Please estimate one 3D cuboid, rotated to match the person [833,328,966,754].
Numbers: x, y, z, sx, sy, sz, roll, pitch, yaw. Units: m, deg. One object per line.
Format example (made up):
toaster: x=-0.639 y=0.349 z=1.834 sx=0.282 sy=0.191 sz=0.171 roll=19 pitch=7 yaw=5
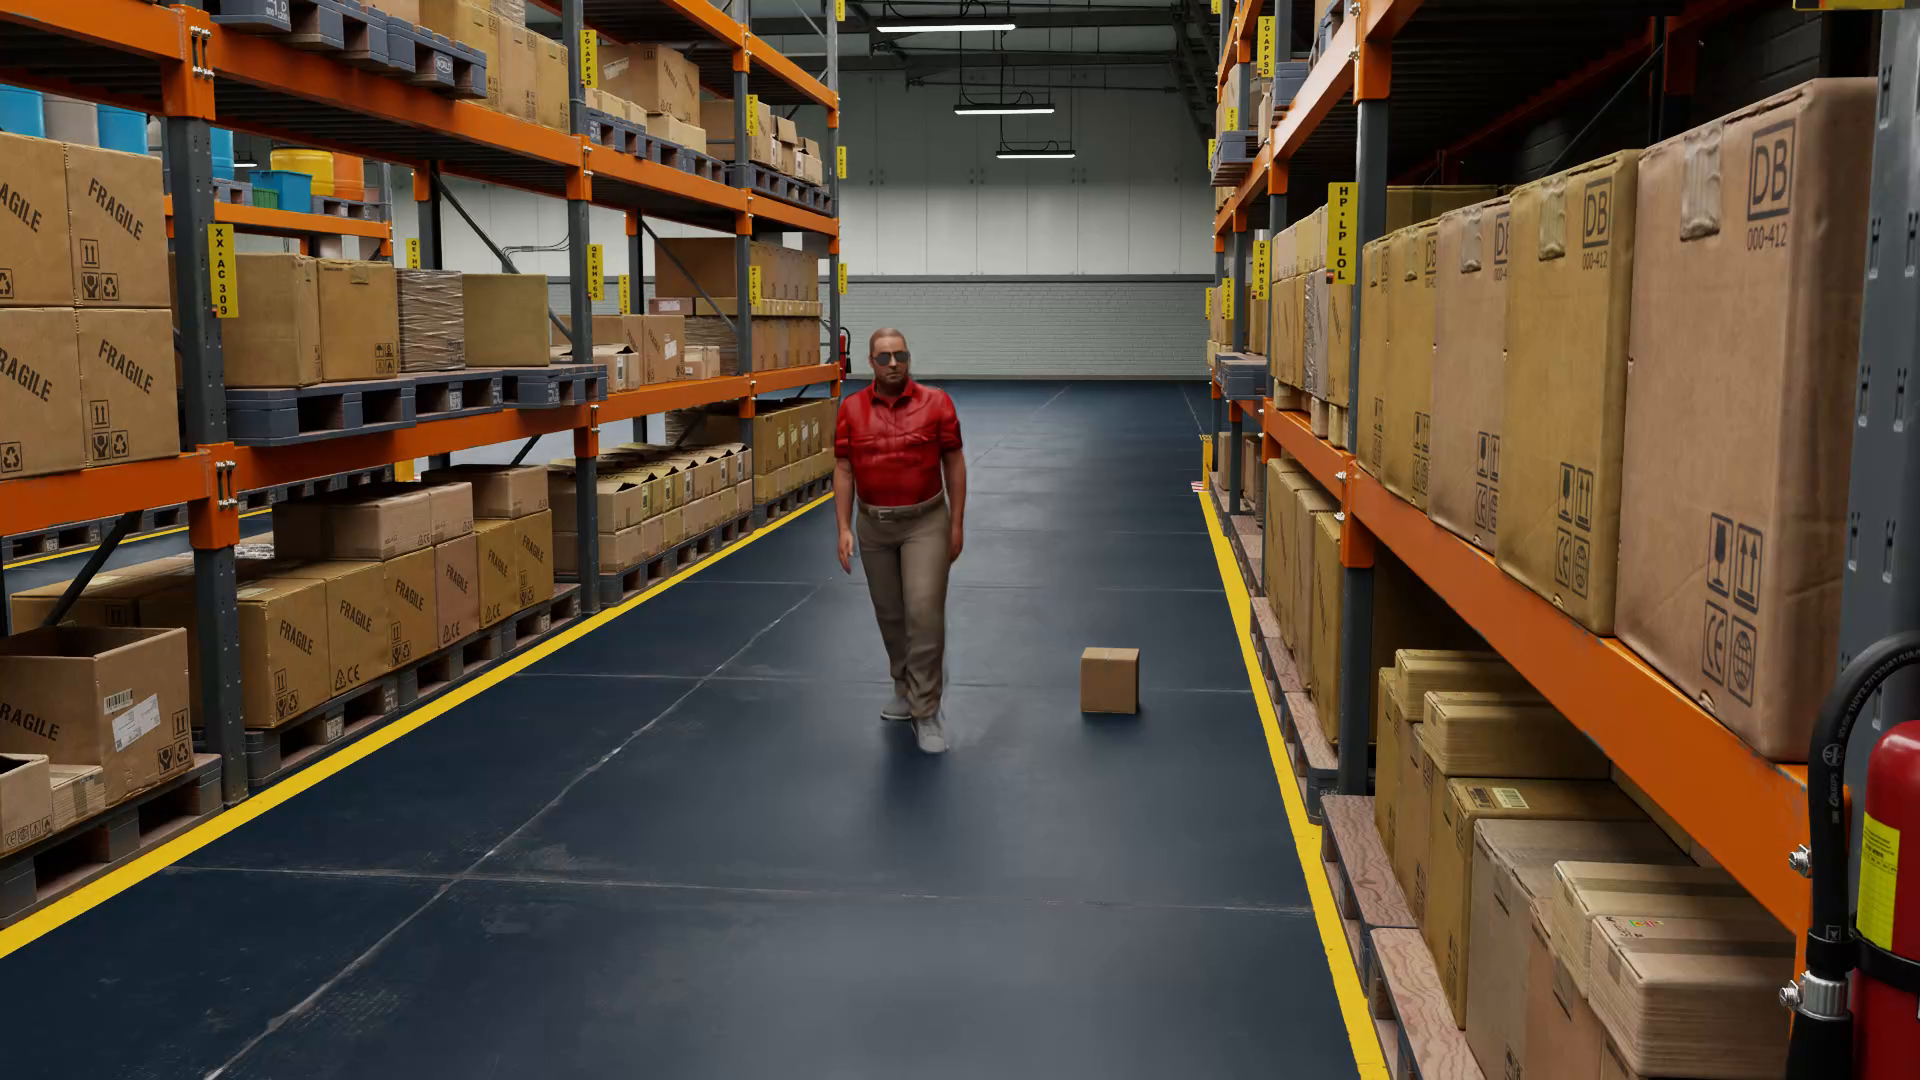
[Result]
person: x=-0.253 y=-0.012 z=7.069 sx=0.558 sy=1.770 sz=0.646 roll=2 pitch=8 yaw=15
